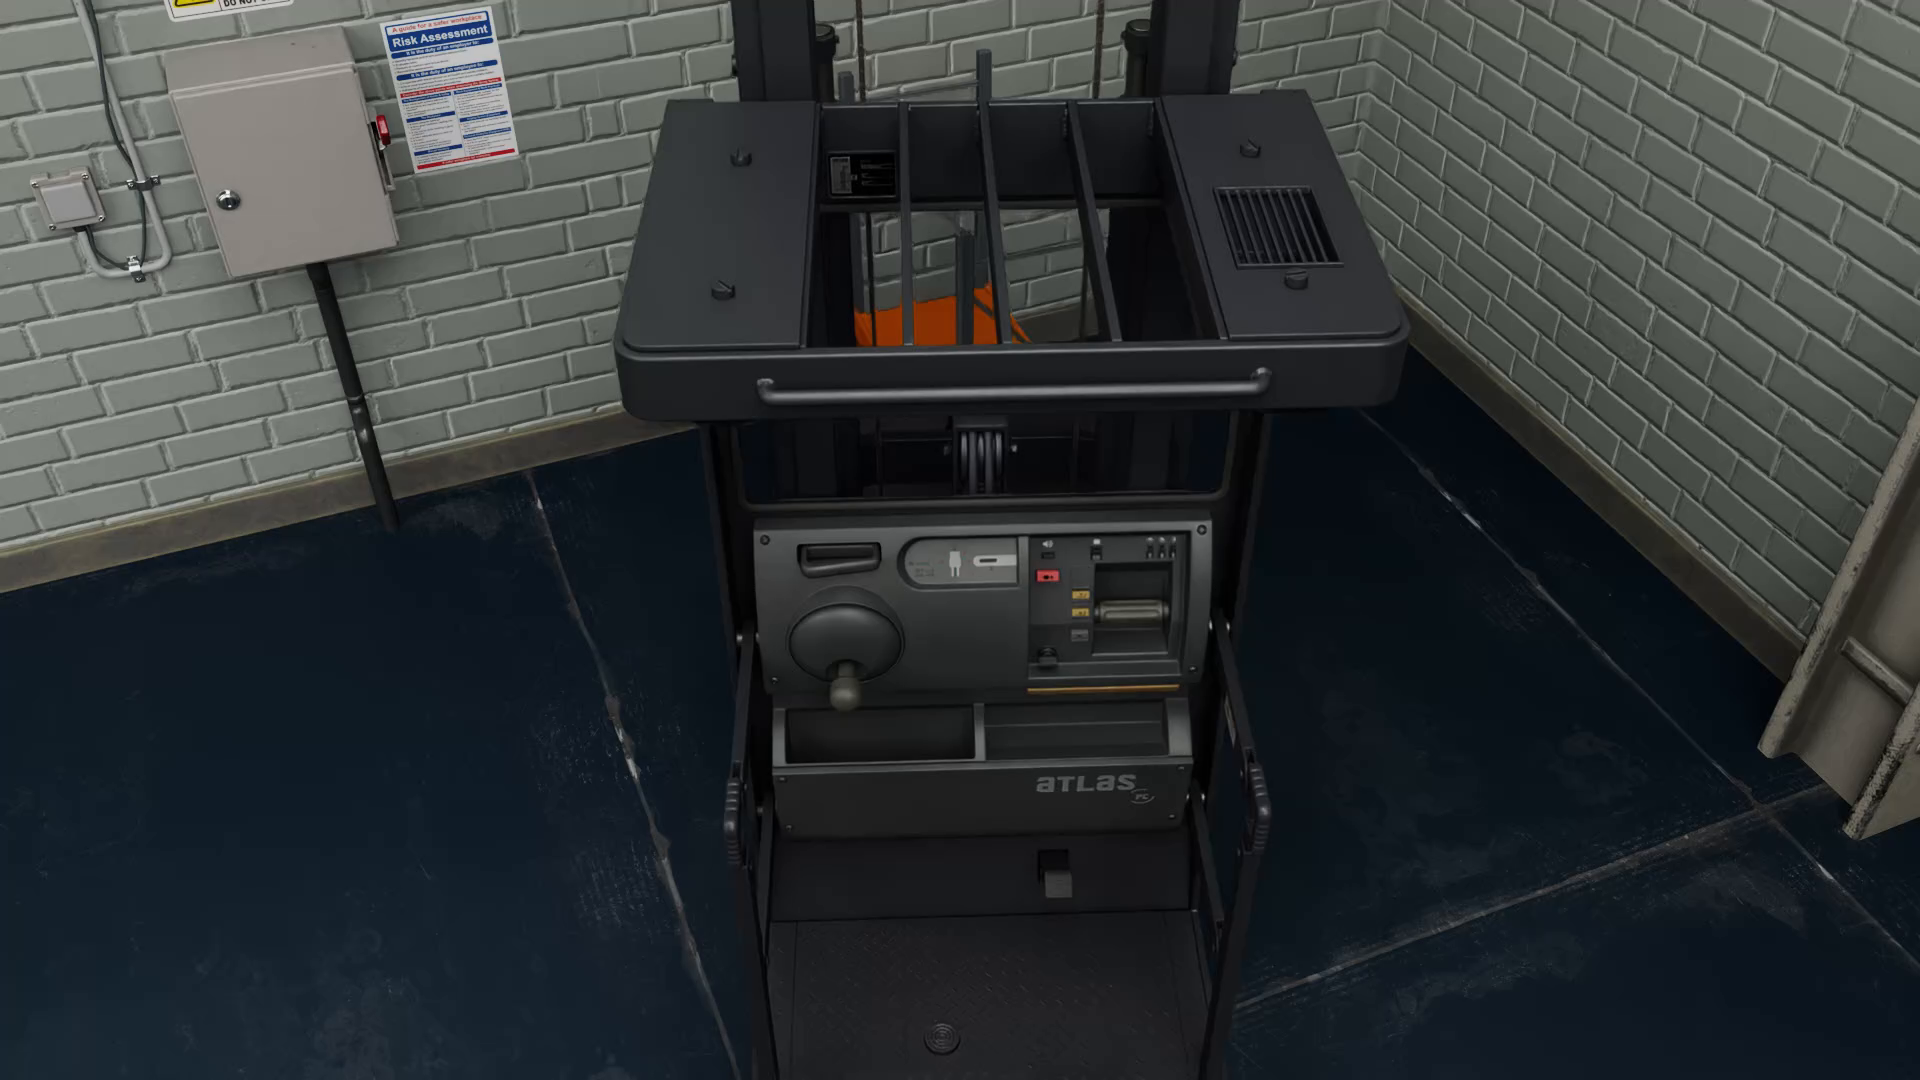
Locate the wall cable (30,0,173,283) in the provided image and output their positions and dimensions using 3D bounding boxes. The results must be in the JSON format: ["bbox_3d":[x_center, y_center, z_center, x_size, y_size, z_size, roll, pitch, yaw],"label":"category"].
[{"bbox_3d":[-2.636,-1.481,4.393,0.588,1.984,0.122,-15,43,-17],"label":"wall cable"}]

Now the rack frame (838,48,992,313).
[{"bbox_3d":[-0.138,-0.920,5.670,0.500,1.500,0.032,-14,43,-16],"label":"rack frame"}]

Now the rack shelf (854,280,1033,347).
[{"bbox_3d":[0.043,-0.474,5.427,0.538,0.185,1.000,-14,43,-16],"label":"rack shelf"}]

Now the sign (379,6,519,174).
[{"bbox_3d":[-1.568,-1.384,5.131,0.329,0.494,0.001,-15,43,-17],"label":"sign"}]

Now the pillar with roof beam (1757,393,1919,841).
[{"bbox_3d":[-1.354,-1.635,0.749,9.100,9.000,0.400,-15,43,-17],"label":"pillar with roof beam"}]

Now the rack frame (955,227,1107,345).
[{"bbox_3d":[0.225,-0.301,4.950,0.500,1.500,0.032,-14,43,-16],"label":"rack frame"}]

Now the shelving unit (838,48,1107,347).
[{"bbox_3d":[0.040,-0.616,5.316,0.587,1.500,1.083,-14,43,-16],"label":"shelving unit"}]

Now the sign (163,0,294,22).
[{"bbox_3d":[-2.075,-1.596,4.672,0.339,0.242,0.001,-15,43,-17],"label":"sign"}]

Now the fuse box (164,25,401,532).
[{"bbox_3d":[-1.945,-0.683,5.232,0.539,1.711,0.414,-15,43,-17],"label":"fuse box"}]

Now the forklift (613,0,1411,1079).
[{"bbox_3d":[0.059,0.224,3.242,1.130,2.935,3.031,-1,41,-2],"label":"forklift"}]
